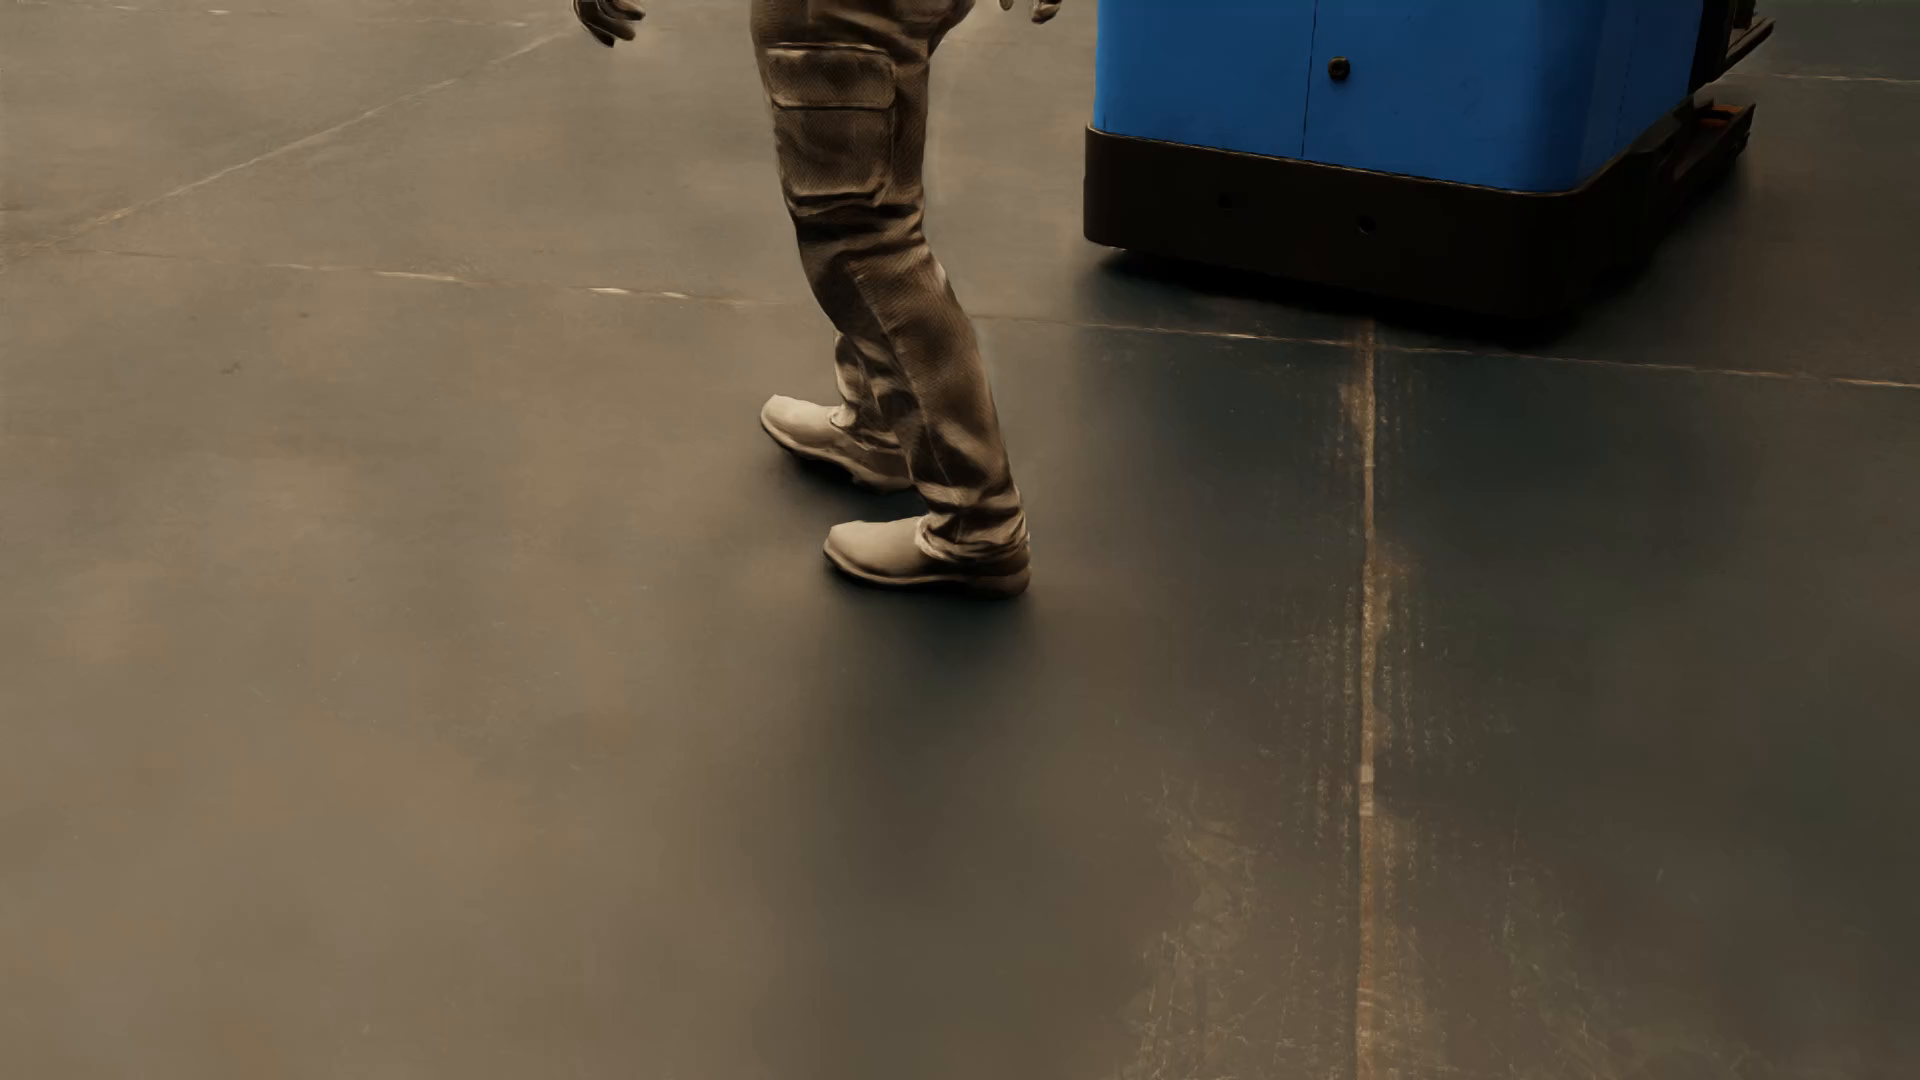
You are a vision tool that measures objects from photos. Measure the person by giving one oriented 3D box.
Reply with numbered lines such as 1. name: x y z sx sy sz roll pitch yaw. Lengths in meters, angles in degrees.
1. person: -0.132 -0.800 2.163 0.587 1.755 0.707 11 29 20

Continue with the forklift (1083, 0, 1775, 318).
1. forklift: 1.493 -2.351 3.906 1.130 2.935 3.031 16 31 29
